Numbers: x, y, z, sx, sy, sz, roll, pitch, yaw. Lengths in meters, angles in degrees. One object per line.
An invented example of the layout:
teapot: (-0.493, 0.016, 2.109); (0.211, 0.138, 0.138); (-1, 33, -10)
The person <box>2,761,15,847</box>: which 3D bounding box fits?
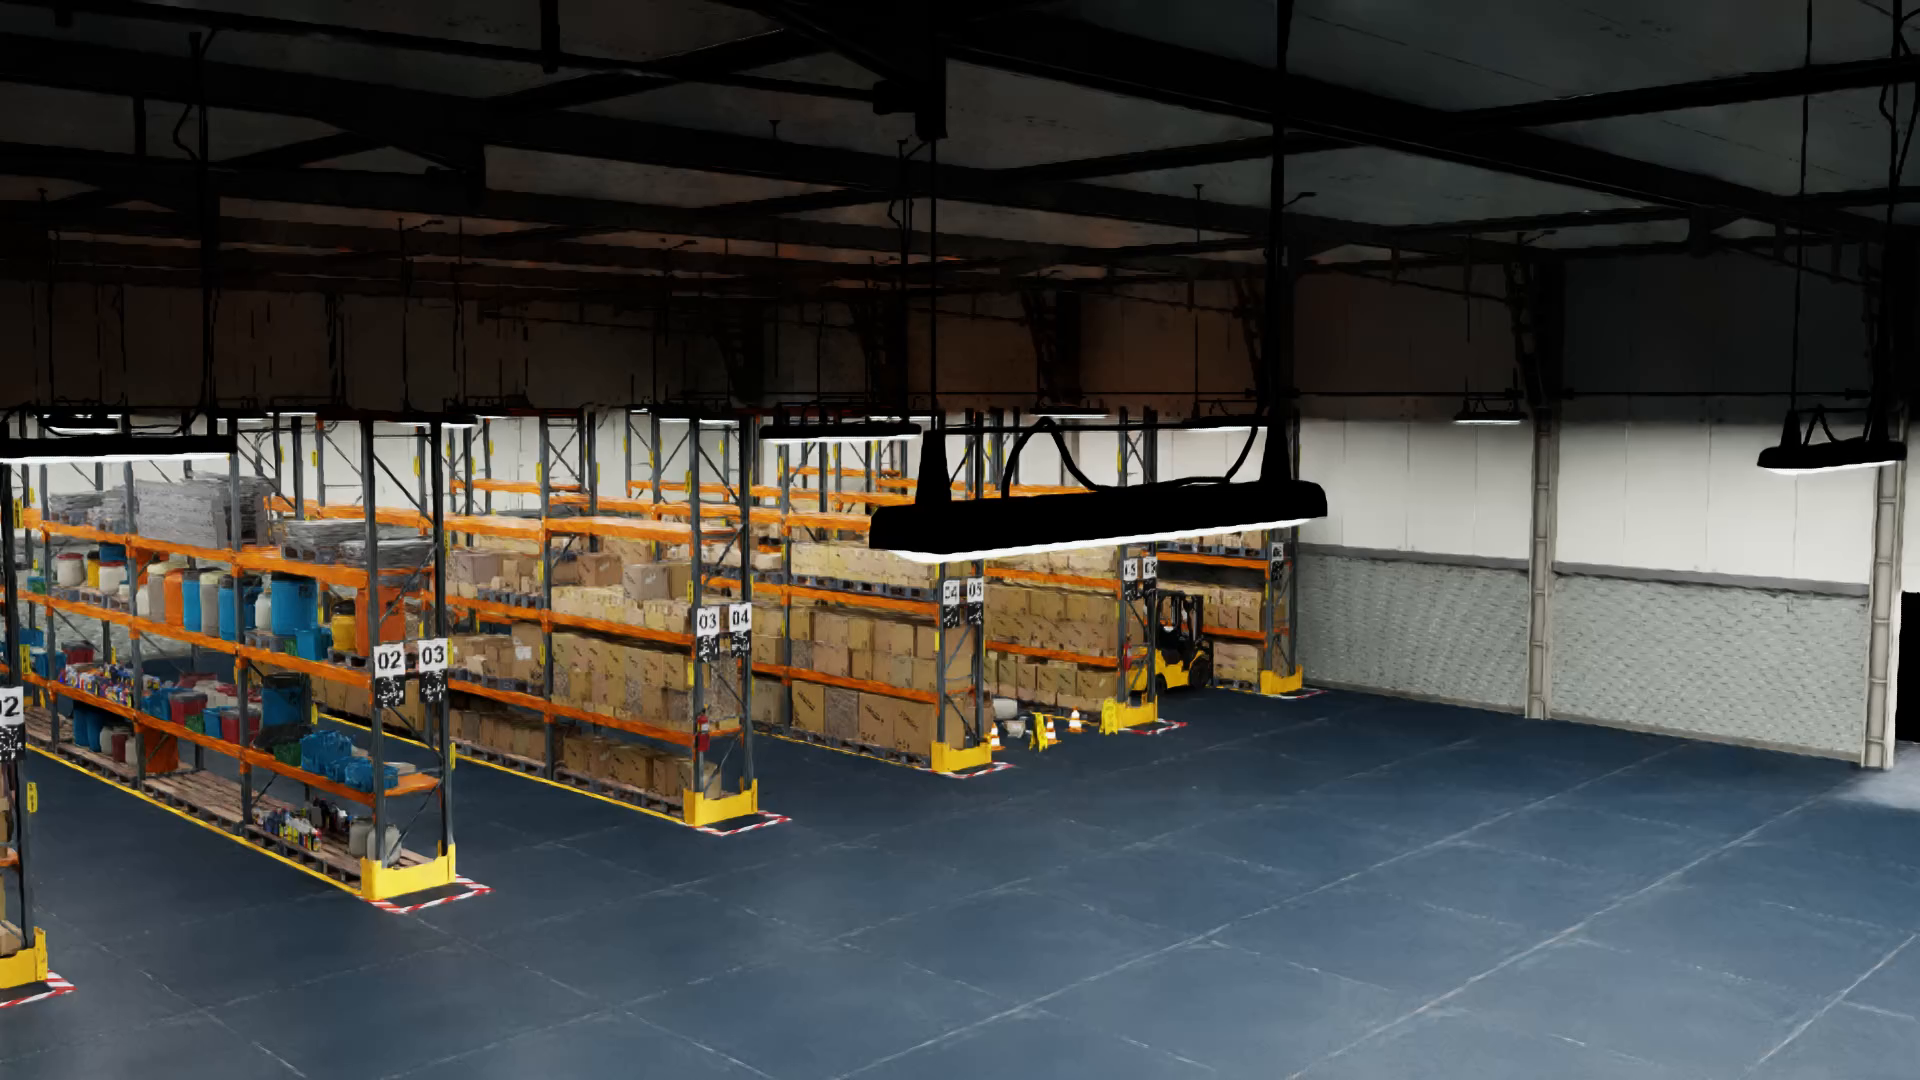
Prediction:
person: (-13.192, 3.463, 22.604); (0.765, 1.753, 0.729); (4, 6, 36)
